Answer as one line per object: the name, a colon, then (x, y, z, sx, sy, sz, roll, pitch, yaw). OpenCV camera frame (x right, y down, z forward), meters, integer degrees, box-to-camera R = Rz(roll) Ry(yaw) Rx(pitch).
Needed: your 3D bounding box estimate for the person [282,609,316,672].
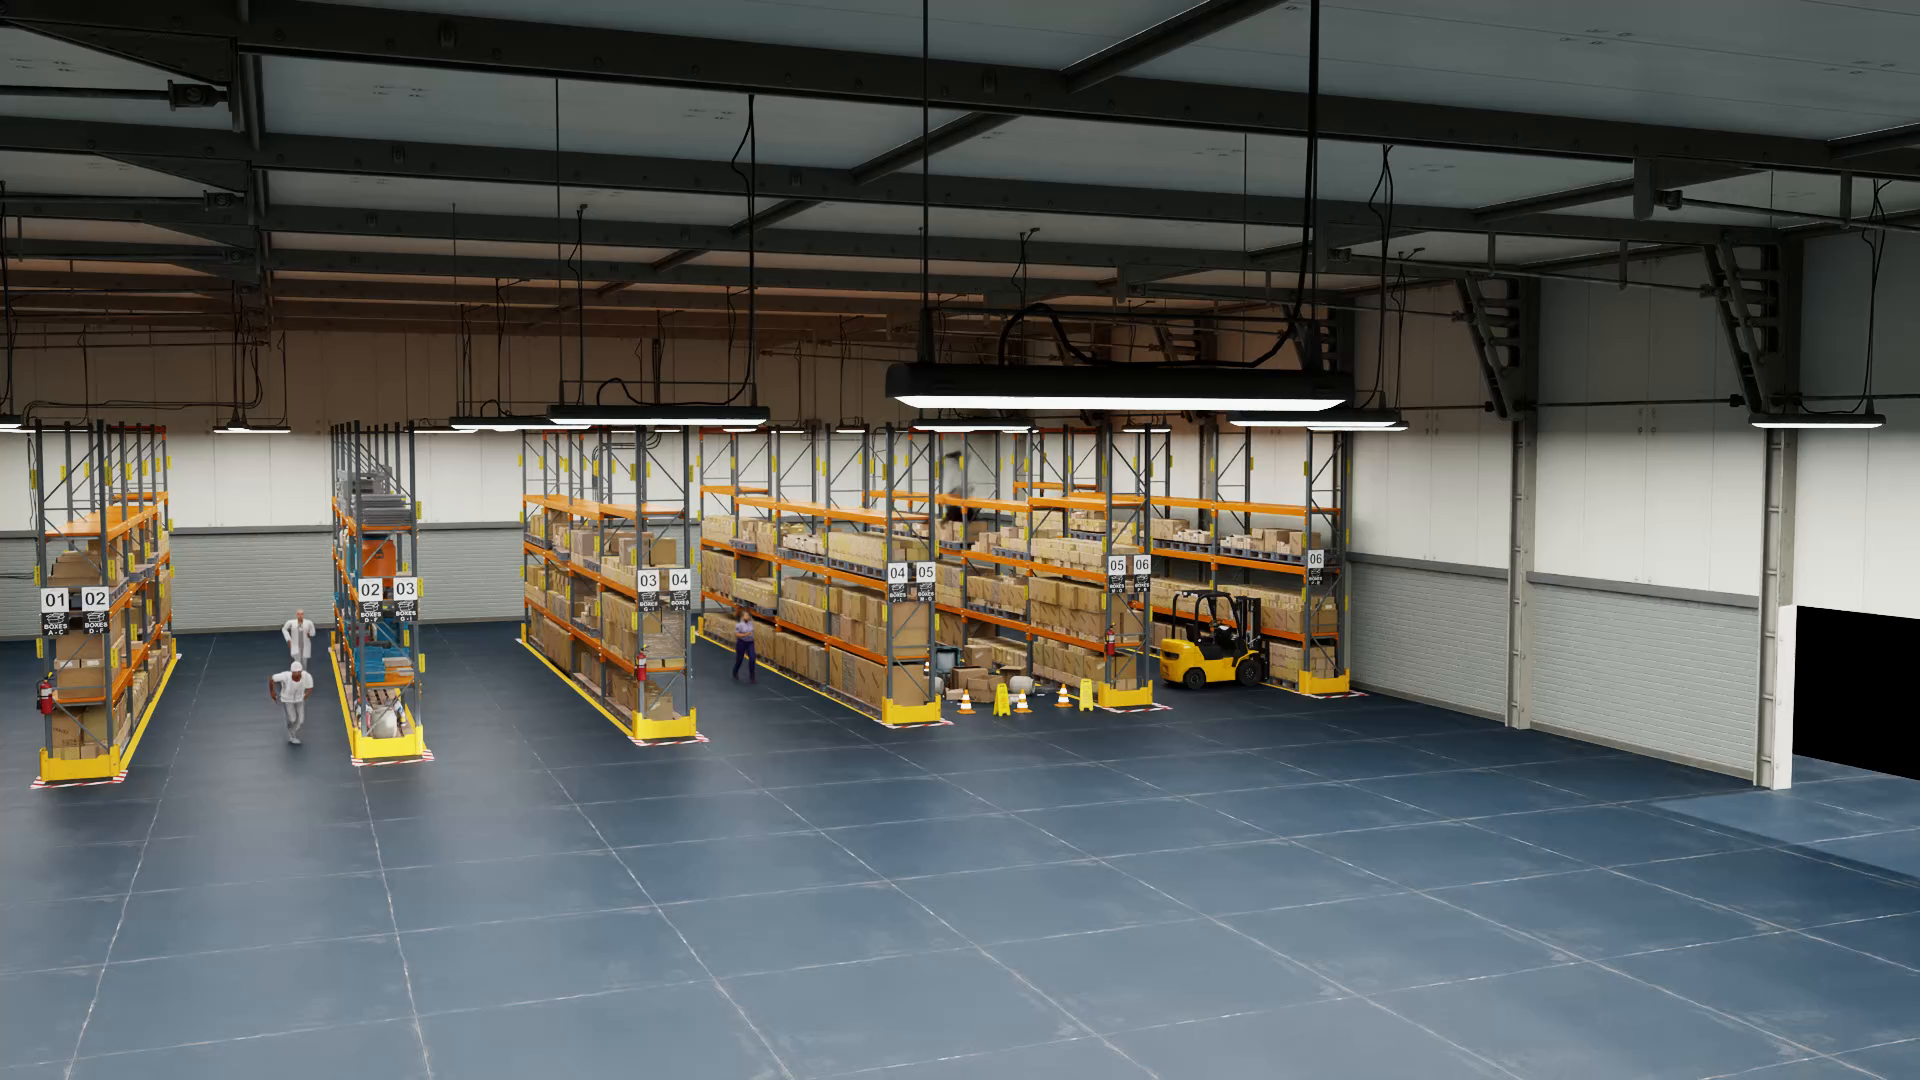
person: (-15.089, 2.446, 37.997, 0.704, 1.728, 0.845, -2, 4, -26)

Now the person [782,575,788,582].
person: (-4.977, 1.876, 48.262, 0.827, 1.697, 0.647, 3, 5, 39)

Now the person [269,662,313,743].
person: (-12.358, 3.012, 30.756, 0.734, 1.577, 0.829, -2, 4, -35)

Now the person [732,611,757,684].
person: (-4.996, 2.472, 38.568, 0.590, 1.670, 0.909, -2, 4, -34)
